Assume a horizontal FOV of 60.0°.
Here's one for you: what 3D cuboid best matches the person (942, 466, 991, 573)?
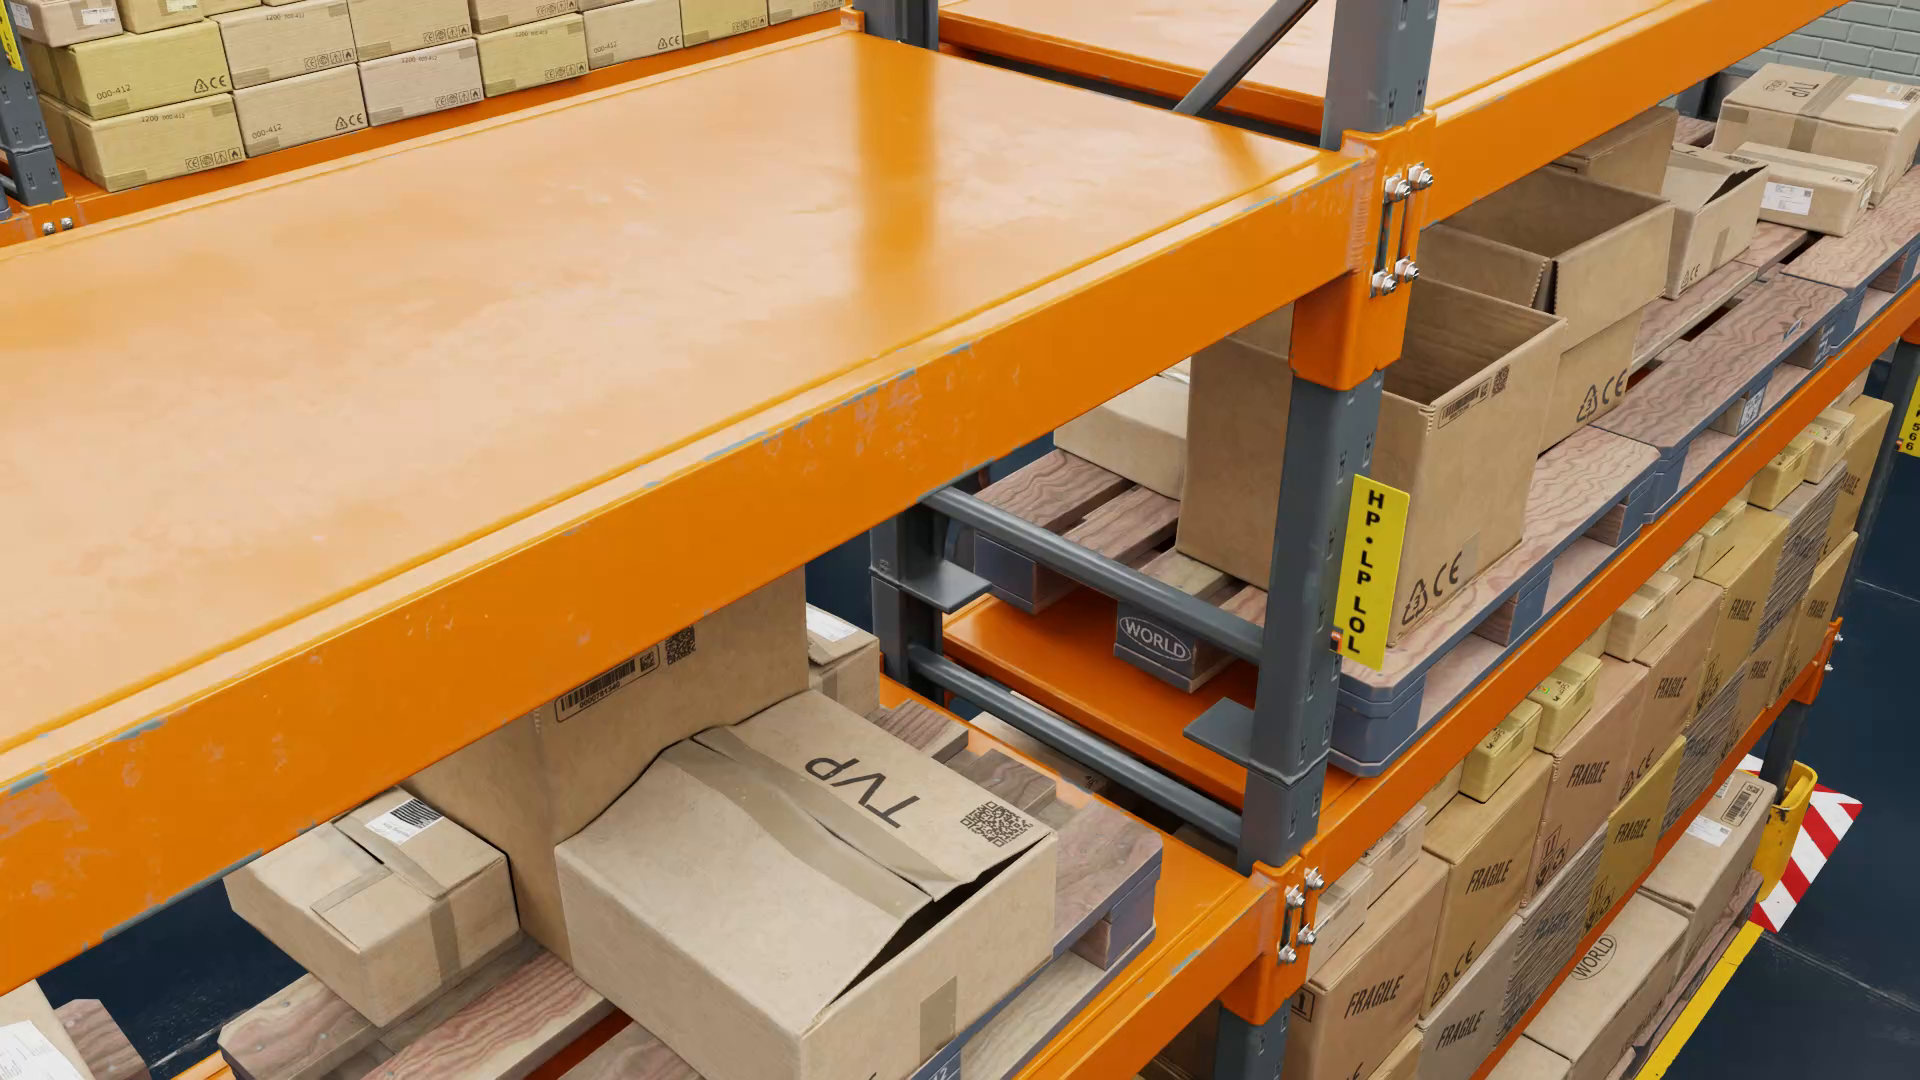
[{"bbox_3d":[-0.047,-0.385,8.293,0.534,1.702,0.336,20,37,30],"label":"person"}]
